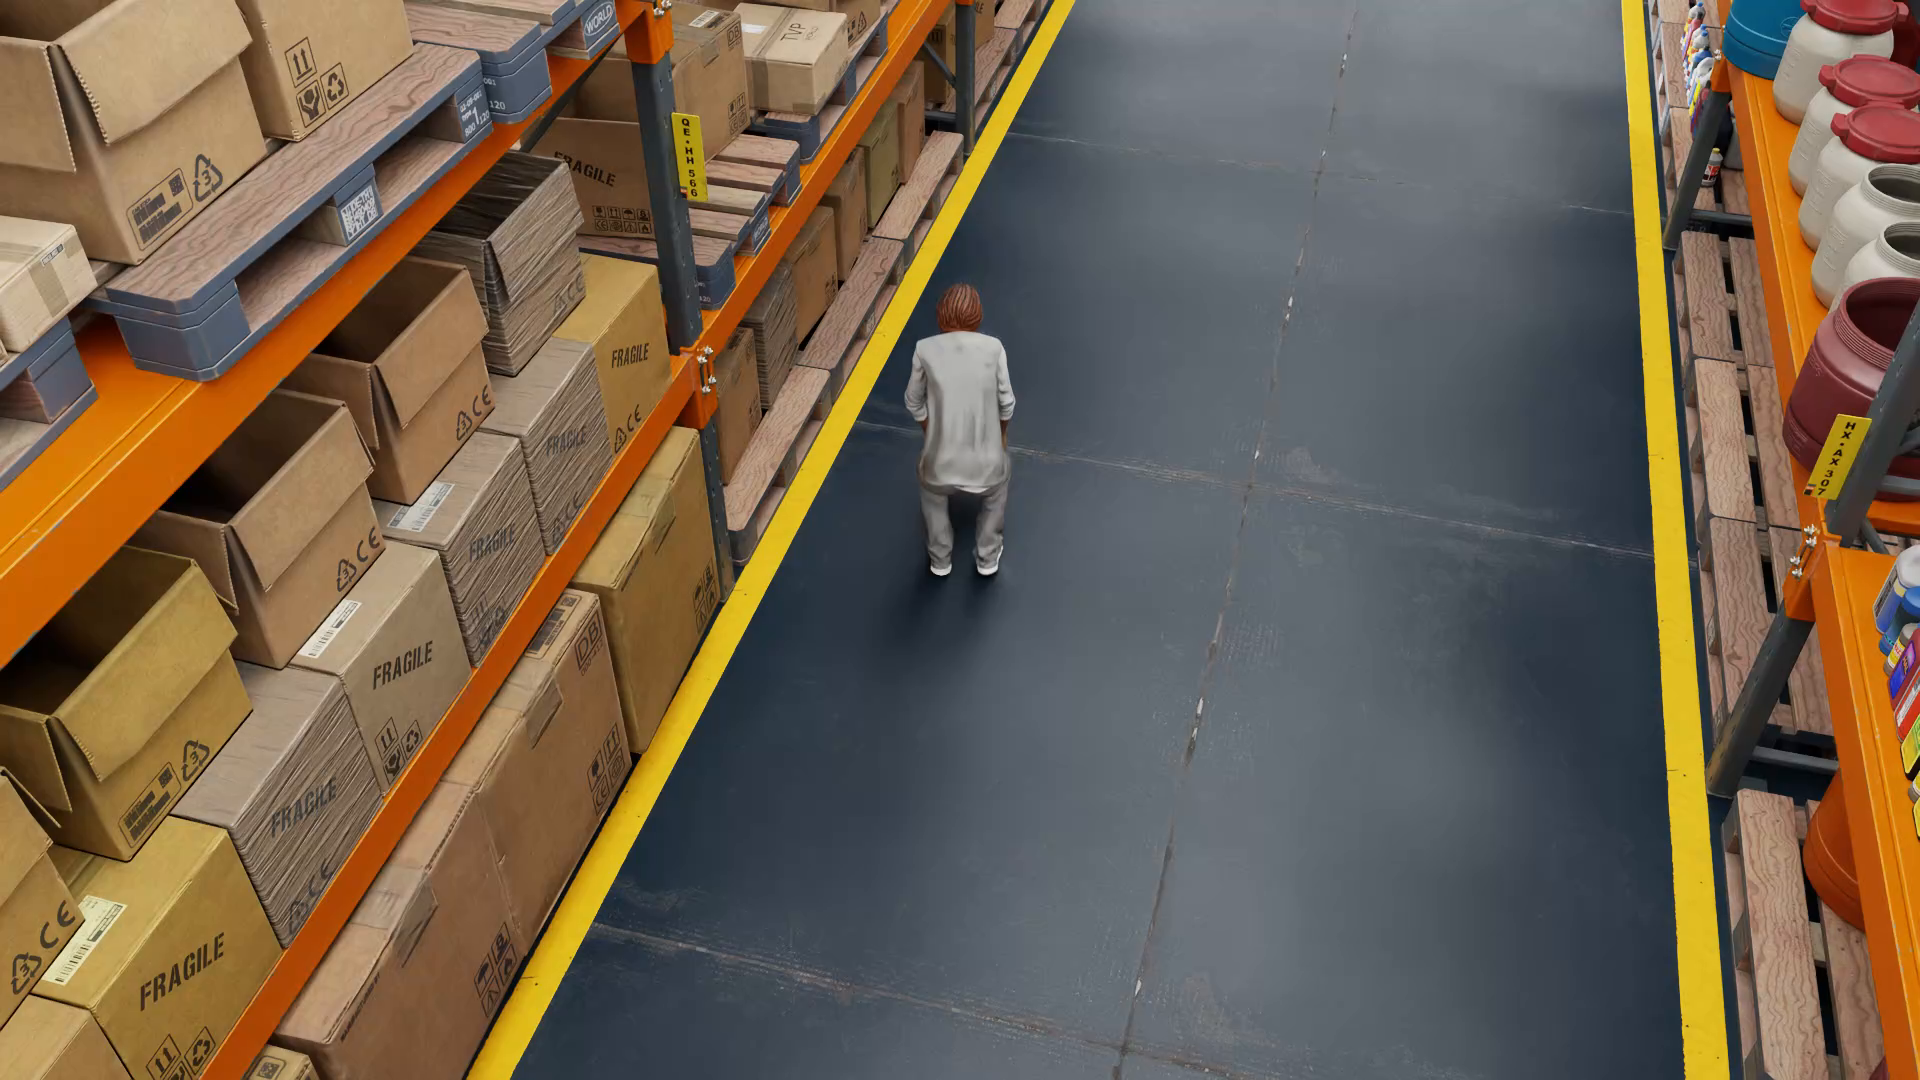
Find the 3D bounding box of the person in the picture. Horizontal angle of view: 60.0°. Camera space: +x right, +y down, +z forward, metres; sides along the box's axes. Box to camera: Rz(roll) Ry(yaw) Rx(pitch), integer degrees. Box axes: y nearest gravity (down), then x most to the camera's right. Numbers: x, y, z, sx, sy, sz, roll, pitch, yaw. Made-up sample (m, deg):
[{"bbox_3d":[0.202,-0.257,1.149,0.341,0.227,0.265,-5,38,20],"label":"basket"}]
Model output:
[{"bbox_3d":[-0.010,-0.400,6.908,0.462,1.217,0.698,3,42,3],"label":"person"}]
